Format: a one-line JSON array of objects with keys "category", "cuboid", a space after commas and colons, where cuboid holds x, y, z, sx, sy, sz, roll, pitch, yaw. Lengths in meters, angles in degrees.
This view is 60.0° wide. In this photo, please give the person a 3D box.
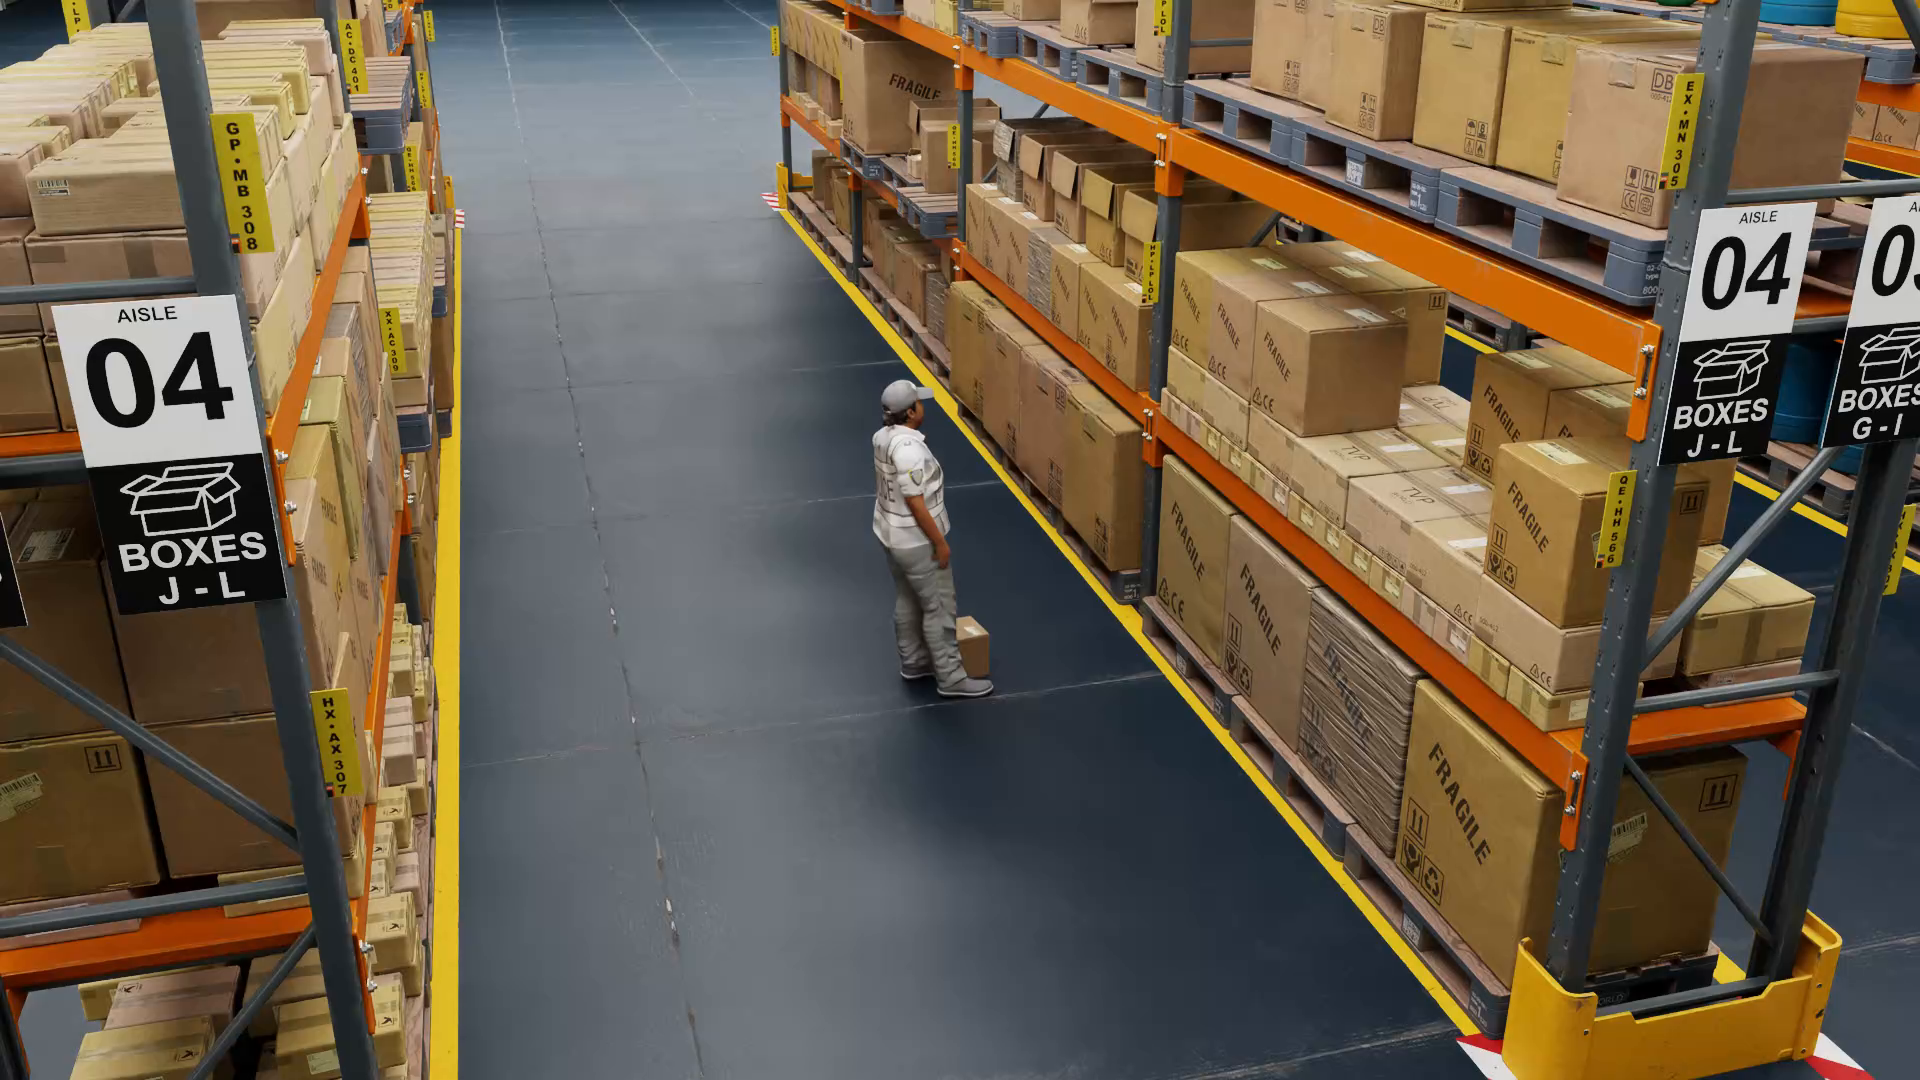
[{"category": "person", "cuboid": [-0.160, -0.022, 8.618, 0.526, 1.669, 0.596, -9, 25, -20]}]
